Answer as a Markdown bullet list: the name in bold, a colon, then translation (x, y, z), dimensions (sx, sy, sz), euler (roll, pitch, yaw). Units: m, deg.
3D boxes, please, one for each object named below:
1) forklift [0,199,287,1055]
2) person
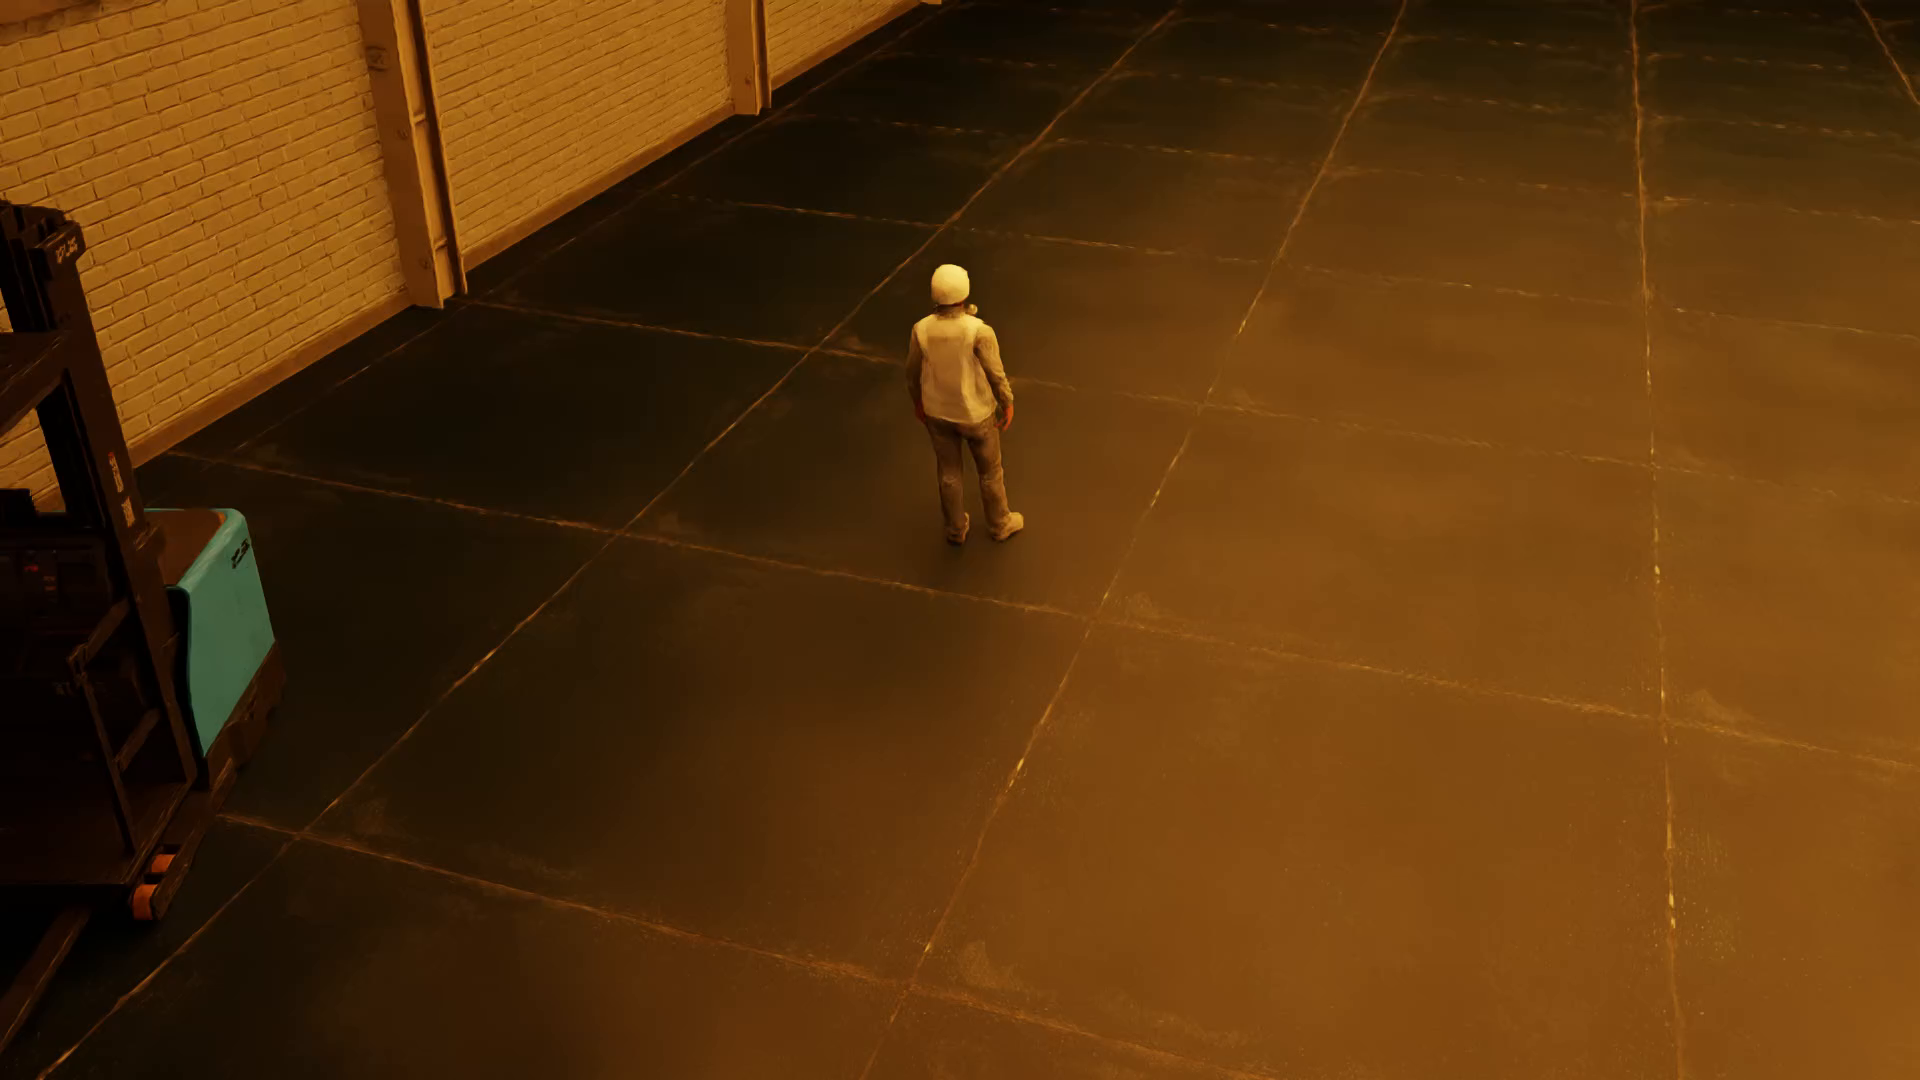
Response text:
- **forklift**: translation (-4.006, 0.228, 6.736), dimensions (1.130, 2.935, 3.031), euler (-1, 30, -1)
- **person**: translation (0.028, -0.805, 9.702), dimensions (0.632, 1.773, 0.567), euler (10, 31, 16)
